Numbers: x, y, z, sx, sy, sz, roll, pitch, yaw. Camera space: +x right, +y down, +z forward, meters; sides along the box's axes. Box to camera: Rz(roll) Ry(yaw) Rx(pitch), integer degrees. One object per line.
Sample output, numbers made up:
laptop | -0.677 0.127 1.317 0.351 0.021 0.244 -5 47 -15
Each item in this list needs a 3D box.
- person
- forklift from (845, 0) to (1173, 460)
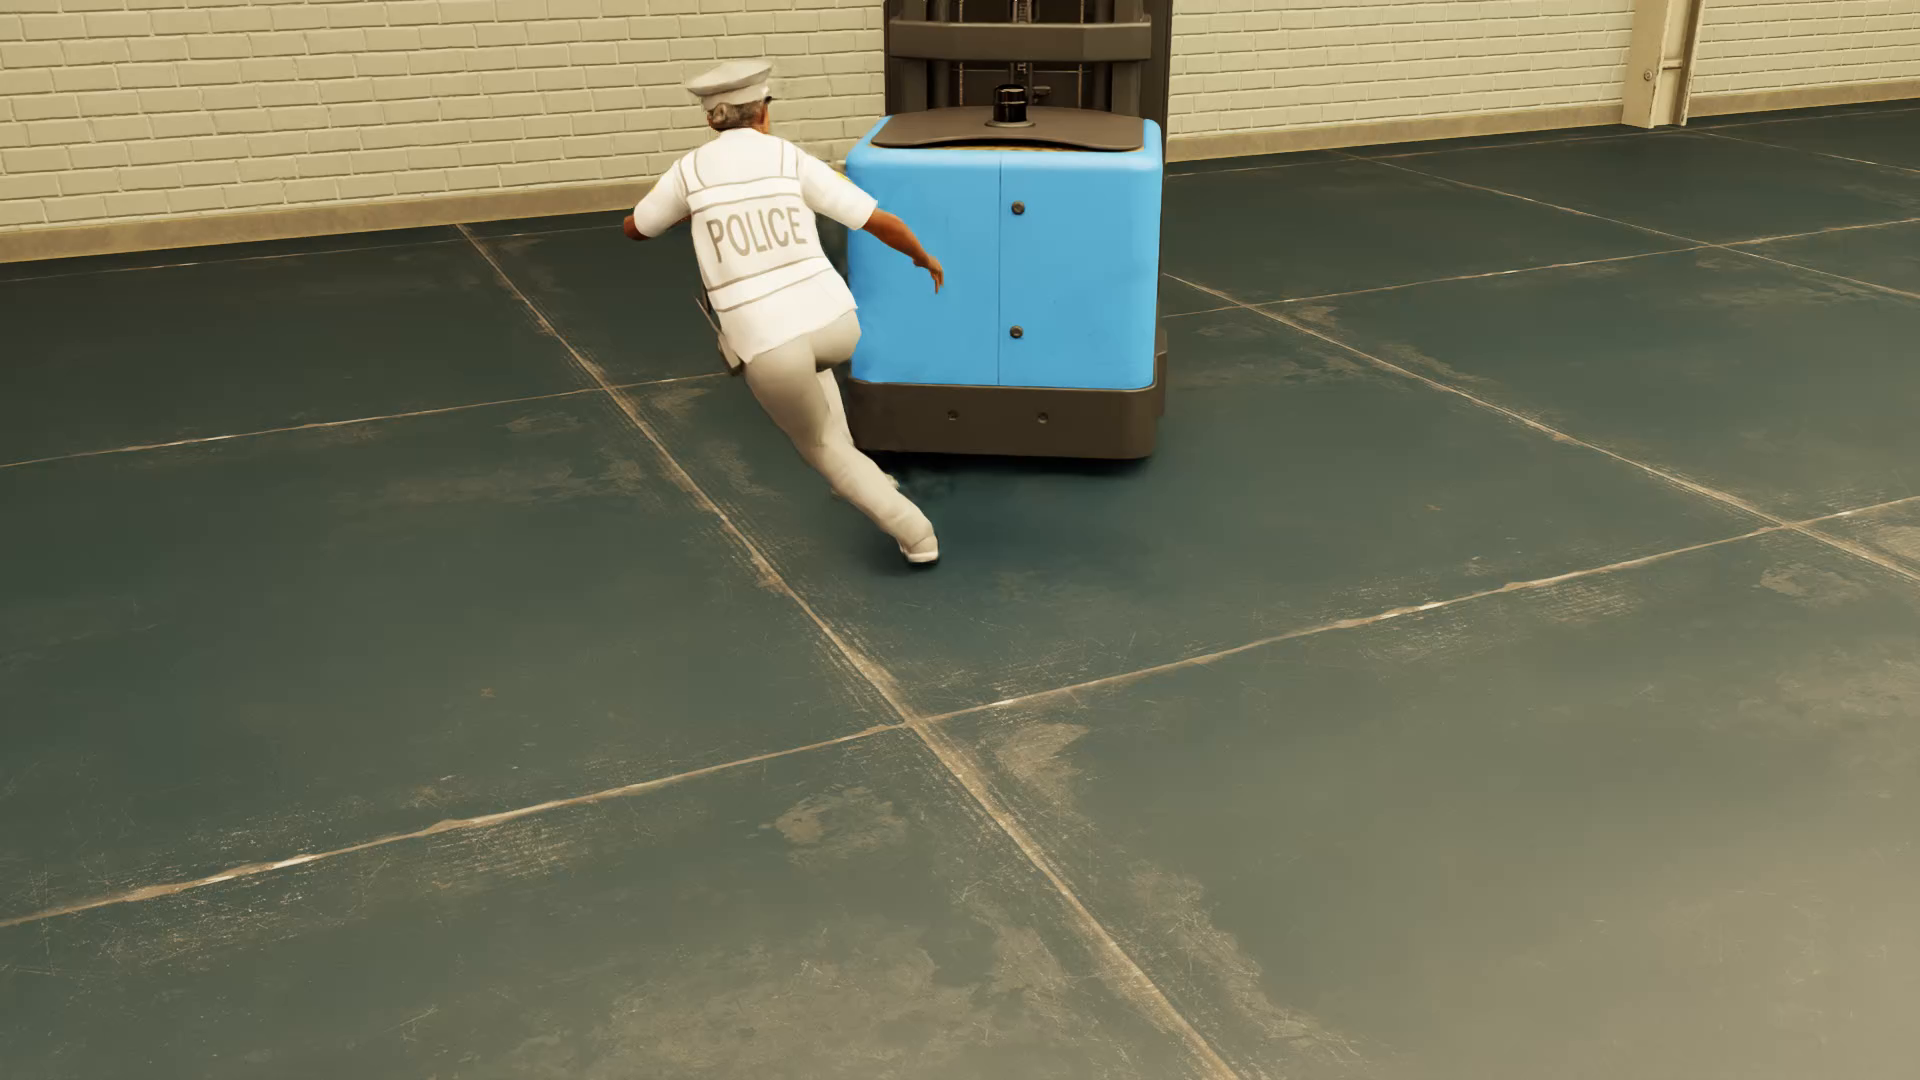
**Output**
person | -0.469 -0.649 4.832 0.899 1.432 0.848 -9 24 -21
forklift | 0.280 -2.150 6.462 1.130 2.935 3.031 2 23 5
